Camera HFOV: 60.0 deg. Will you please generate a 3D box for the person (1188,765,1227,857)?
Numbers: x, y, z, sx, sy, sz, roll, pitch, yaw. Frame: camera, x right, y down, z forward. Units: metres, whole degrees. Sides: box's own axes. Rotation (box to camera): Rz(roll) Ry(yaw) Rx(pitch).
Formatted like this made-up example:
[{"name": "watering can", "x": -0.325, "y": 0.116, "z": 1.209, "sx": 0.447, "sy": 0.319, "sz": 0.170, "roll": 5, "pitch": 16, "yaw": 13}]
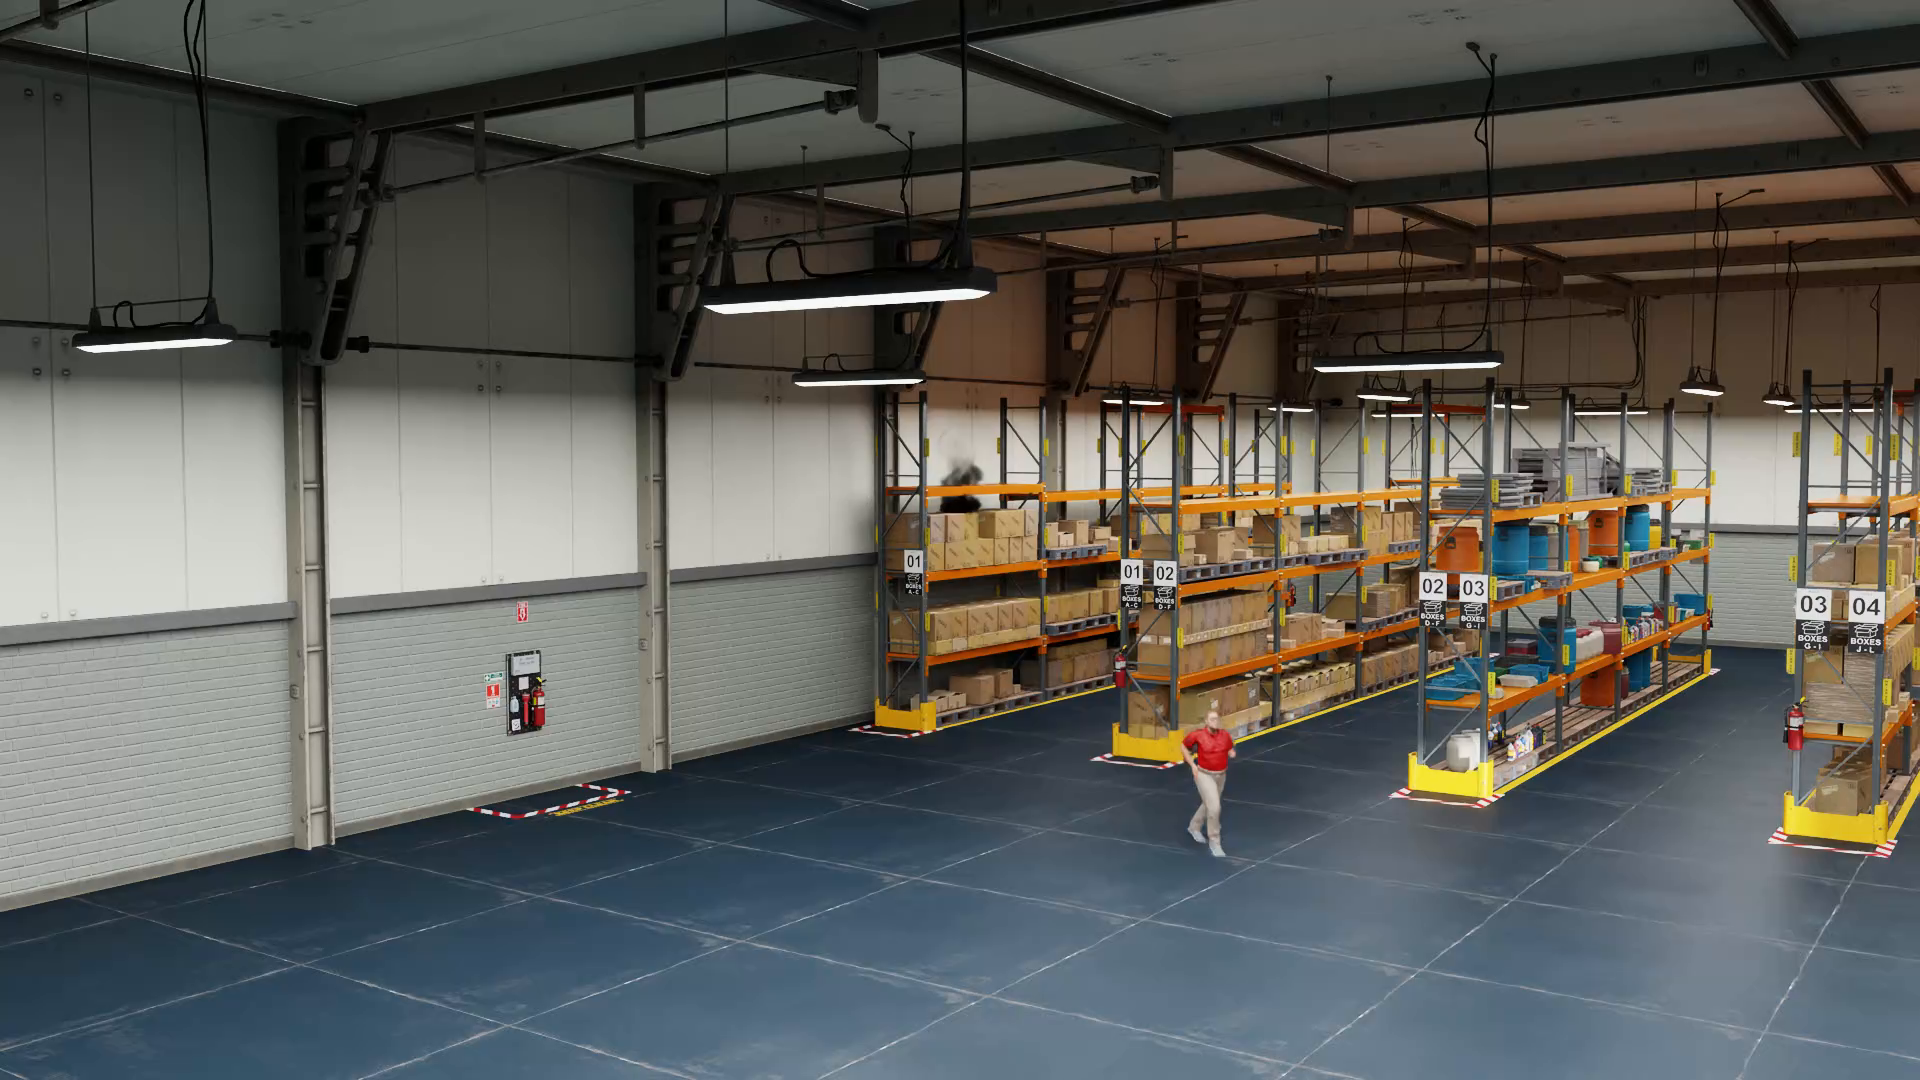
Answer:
[{"name": "person", "x": 3.103, "y": 3.331, "z": 20.716, "sx": 0.410, "sy": 1.140, "sz": 0.830, "roll": -2, "pitch": 4, "yaw": -30}]
